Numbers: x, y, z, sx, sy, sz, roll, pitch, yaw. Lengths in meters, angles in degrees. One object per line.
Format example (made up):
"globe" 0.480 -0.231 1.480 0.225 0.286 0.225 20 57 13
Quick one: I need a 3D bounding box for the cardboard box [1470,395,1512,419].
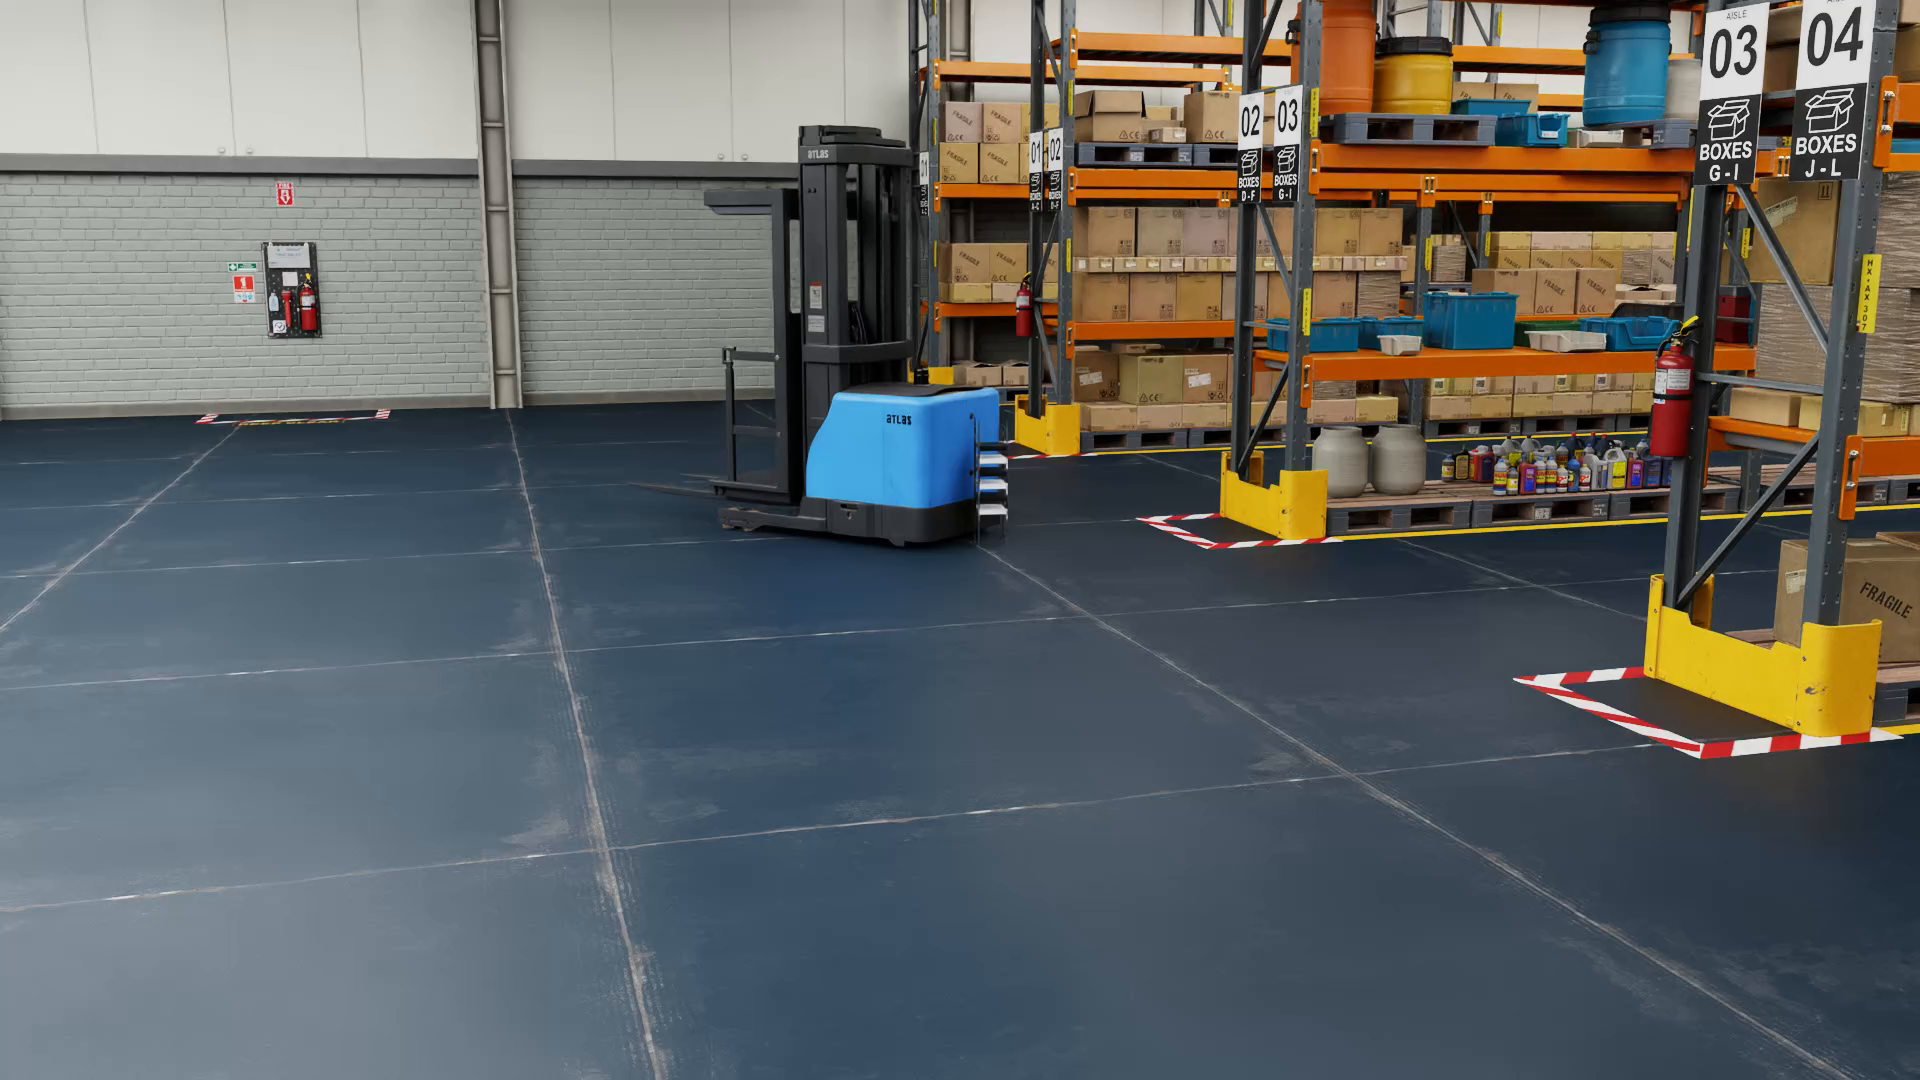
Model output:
"cardboard box" 5.707 -1.491 18.297 0.500 0.250 0.500 -3 11 -15

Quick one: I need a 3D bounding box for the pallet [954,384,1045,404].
"pallet" 0.394 -1.960 22.110 1.213 0.211 1.003 -3 11 -16

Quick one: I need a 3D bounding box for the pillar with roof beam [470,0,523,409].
"pillar with roof beam" -4.596 -5.377 16.398 0.400 9.000 9.100 -3 11 -16

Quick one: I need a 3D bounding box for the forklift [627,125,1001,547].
"forklift" -1.210 -1.574 12.501 3.031 2.935 1.130 7 12 33

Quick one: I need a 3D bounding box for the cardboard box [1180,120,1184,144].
"cardboard box" 2.485 -4.271 17.374 0.500 0.311 0.500 -2 11 -9

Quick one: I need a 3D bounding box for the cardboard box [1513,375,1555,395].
"cardboard box" 6.205 -1.792 18.384 0.500 0.311 0.500 -3 11 -18

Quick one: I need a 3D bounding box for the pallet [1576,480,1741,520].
"pallet" 5.484 -0.375 13.498 1.213 0.211 1.003 -3 11 -16

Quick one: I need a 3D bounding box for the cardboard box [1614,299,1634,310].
"cardboard box" 7.392 -2.639 18.788 0.250 0.149 0.380 -2 11 -12

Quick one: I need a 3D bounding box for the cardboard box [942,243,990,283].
"cardboard box" 0.073 -3.569 21.438 0.500 0.500 0.500 -3 11 -16

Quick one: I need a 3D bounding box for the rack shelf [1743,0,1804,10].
"rack shelf" 8.061 -4.274 13.499 4.000 0.370 1.077 -3 11 -16

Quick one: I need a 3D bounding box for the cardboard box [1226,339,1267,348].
"cardboard box" 4.074 -2.522 23.151 0.500 0.500 0.700 -3 11 -14

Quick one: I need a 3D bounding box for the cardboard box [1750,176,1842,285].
"cardboard box" 4.143 -1.467 7.873 0.500 0.500 0.500 -3 11 -16

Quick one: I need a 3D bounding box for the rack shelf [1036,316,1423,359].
"rack shelf" 2.839 -2.179 17.585 4.000 0.370 1.077 -3 11 -16

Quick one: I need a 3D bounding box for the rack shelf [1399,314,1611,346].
"rack shelf" 6.680 -2.381 18.684 4.000 0.370 1.077 -3 11 -16

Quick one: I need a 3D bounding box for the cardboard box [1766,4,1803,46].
"cardboard box" 3.864 -2.375 7.692 0.250 0.149 0.380 -3 11 -16

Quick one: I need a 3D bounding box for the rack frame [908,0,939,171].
"rack frame" -0.469 -6.243 21.103 0.127 3.000 1.000 -3 11 -16

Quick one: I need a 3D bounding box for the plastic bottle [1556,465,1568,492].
"plastic bottle" 4.648 -0.475 12.858 0.097 0.201 0.097 0 10 0

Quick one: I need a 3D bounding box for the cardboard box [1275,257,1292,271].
"cardboard box" 3.339 -2.887 17.377 0.250 0.149 0.380 -3 11 -14

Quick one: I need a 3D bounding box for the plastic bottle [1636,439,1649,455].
"plastic bottle" 5.712 -0.707 13.925 0.097 0.271 0.097 0 10 0

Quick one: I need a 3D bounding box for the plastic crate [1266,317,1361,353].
"plastic crate" 2.697 -1.575 12.725 0.616 0.251 0.499 -3 11 -16

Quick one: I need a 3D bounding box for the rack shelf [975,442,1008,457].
"rack shelf" 0.219 -0.645 11.755 0.200 0.077 0.258 -1 11 -7

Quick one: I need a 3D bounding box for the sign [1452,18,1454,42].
"sign" 7.053 -7.281 23.727 0.005 0.325 0.100 -3 11 -16

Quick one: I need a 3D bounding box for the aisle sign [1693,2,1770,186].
"aisle sign" 3.541 -2.037 7.645 0.004 0.787 0.394 -3 11 -16

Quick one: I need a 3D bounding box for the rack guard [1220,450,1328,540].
"rack guard" 2.360 -0.353 12.583 0.348 0.500 1.175 -3 11 -16

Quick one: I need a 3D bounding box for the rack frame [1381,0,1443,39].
"rack frame" 4.760 -5.584 17.526 0.127 3.000 1.000 -3 11 -16

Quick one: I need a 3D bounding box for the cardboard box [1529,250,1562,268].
"cardboard box" 8.255 -3.908 23.835 0.500 0.500 0.500 -3 11 -14

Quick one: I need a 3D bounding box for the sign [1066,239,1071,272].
"sign" 1.068 -2.800 16.359 0.005 0.325 0.100 -3 11 -16

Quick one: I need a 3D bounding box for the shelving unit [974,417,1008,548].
"shelving unit" 0.219 -0.412 11.798 0.210 0.900 0.258 -1 11 -7

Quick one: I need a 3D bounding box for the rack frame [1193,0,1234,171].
"rack frame" 3.371 -6.445 22.203 0.127 3.000 1.000 -3 11 -16

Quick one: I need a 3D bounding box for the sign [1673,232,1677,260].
"sign" 8.439 -3.461 19.581 0.005 0.325 0.100 -3 11 -16

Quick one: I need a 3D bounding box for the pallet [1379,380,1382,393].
"pallet" 5.292 -2.226 23.553 1.213 0.211 1.003 -3 11 -16

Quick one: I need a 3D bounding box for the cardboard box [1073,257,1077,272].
"cardboard box" 1.233 -2.852 17.187 0.250 0.149 0.380 -3 11 -17

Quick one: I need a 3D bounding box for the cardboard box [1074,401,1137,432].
"cardboard box" 1.496 -1.274 17.118 0.500 0.250 0.500 -3 11 -16

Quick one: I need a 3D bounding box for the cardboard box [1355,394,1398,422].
"cardboard box" 4.375 -1.427 17.947 0.500 0.250 0.500 -3 11 -16

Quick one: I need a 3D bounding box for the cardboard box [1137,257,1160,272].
"cardboard box" 1.849 -2.808 16.949 0.250 0.149 0.380 -3 11 -16

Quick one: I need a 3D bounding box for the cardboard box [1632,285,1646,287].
"cardboard box" 9.820 -3.673 24.353 0.250 0.149 0.380 -3 11 -16

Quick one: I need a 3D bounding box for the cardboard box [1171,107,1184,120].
"cardboard box" 2.966 -5.448 21.979 0.500 0.500 0.500 -4 11 -21

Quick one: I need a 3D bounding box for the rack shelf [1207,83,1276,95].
"rack shelf" 5.292 -5.996 22.854 4.000 0.370 1.077 -3 11 -16

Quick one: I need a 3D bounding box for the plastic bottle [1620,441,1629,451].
"plastic bottle" 5.440 -0.674 13.708 0.133 0.283 0.061 -3 11 -16

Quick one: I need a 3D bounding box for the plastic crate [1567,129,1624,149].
"plastic crate" 4.712 -2.967 12.320 0.396 0.136 0.243 -3 11 -16

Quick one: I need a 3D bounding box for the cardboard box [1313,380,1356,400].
"cardboard box" 3.892 -1.772 17.752 0.500 0.500 0.500 -3 11 -16

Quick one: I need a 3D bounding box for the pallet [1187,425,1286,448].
"pallet" 2.811 -1.167 17.804 1.213 0.211 1.003 -3 11 -16

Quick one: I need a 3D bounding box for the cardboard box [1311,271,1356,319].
"cardboard box" 3.831 -2.632 17.781 0.500 0.500 0.700 -3 11 -17

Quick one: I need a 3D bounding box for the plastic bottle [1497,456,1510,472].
"plastic bottle" 4.376 -0.574 13.393 0.097 0.201 0.097 0 10 0

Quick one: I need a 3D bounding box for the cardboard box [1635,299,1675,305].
"cardboard box" 7.814 -2.619 18.684 0.250 0.149 0.380 -3 11 -16

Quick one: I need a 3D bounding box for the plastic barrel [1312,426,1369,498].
"plastic barrel" 2.910 -0.600 12.732 0.421 0.512 0.421 0 10 0

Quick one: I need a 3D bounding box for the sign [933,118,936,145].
"sign" -0.317 -5.103 20.784 0.005 0.325 0.100 -3 11 -16

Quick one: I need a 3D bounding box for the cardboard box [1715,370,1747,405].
"cardboard box" 9.117 -1.797 19.211 0.500 0.500 0.500 -3 11 -14

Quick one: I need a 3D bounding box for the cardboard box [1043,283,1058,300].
"cardboard box" 1.074 -3.252 21.783 0.500 0.250 0.500 -3 11 -17

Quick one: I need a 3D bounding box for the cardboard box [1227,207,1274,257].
"cardboard box" 2.890 -3.221 17.401 0.500 0.500 0.700 -3 11 -16

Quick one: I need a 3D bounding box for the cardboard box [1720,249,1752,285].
"cardboard box" 9.173 -3.144 19.401 0.500 0.500 0.700 -7 13 -35

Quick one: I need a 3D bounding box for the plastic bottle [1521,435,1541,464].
"plastic bottle" 4.660 -0.687 13.592 0.185 0.351 0.144 -3 11 -16

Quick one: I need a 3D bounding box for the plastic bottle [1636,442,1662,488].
"plastic bottle" 5.418 -0.594 13.089 0.185 0.351 0.144 -4 11 -19
